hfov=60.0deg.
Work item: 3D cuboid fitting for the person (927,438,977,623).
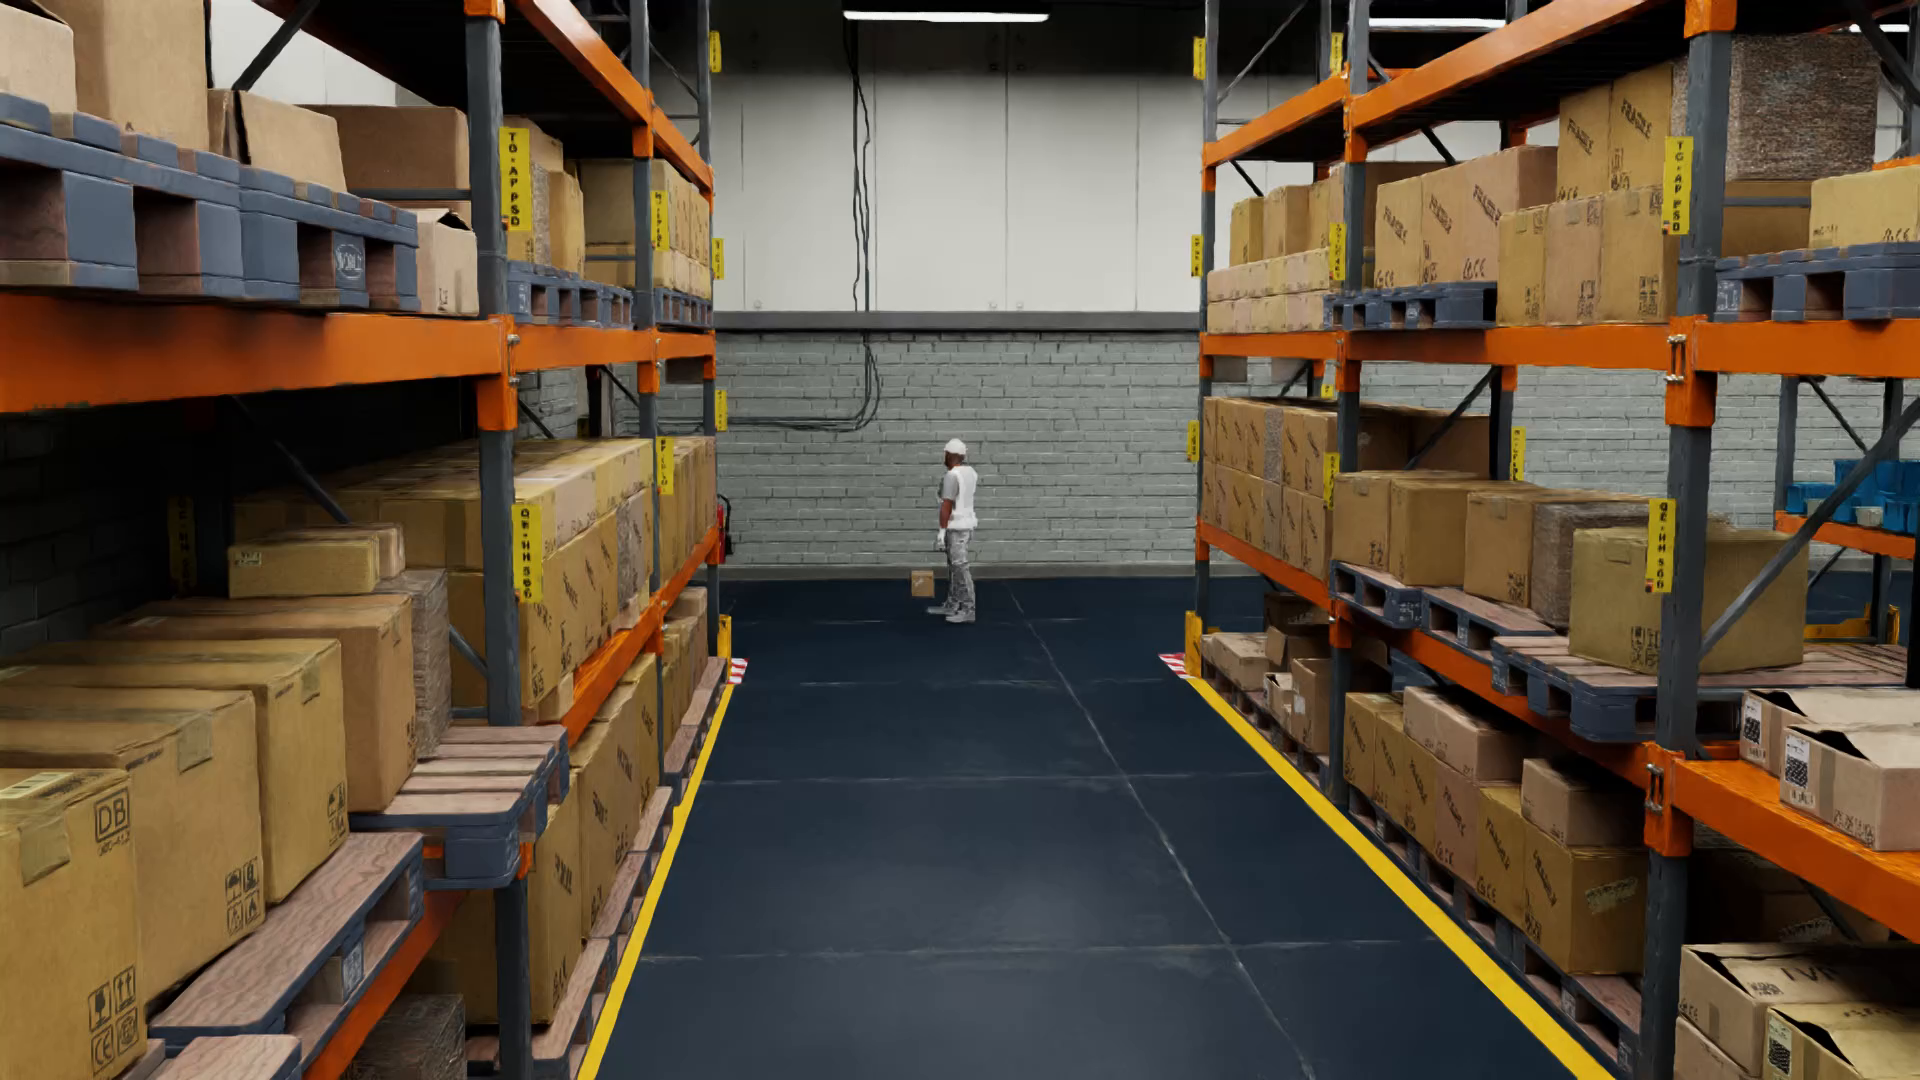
[{"bbox_3d":[-0.079,-0.110,16.361,0.589,1.783,0.684,2,7,18],"label":"person"}]
